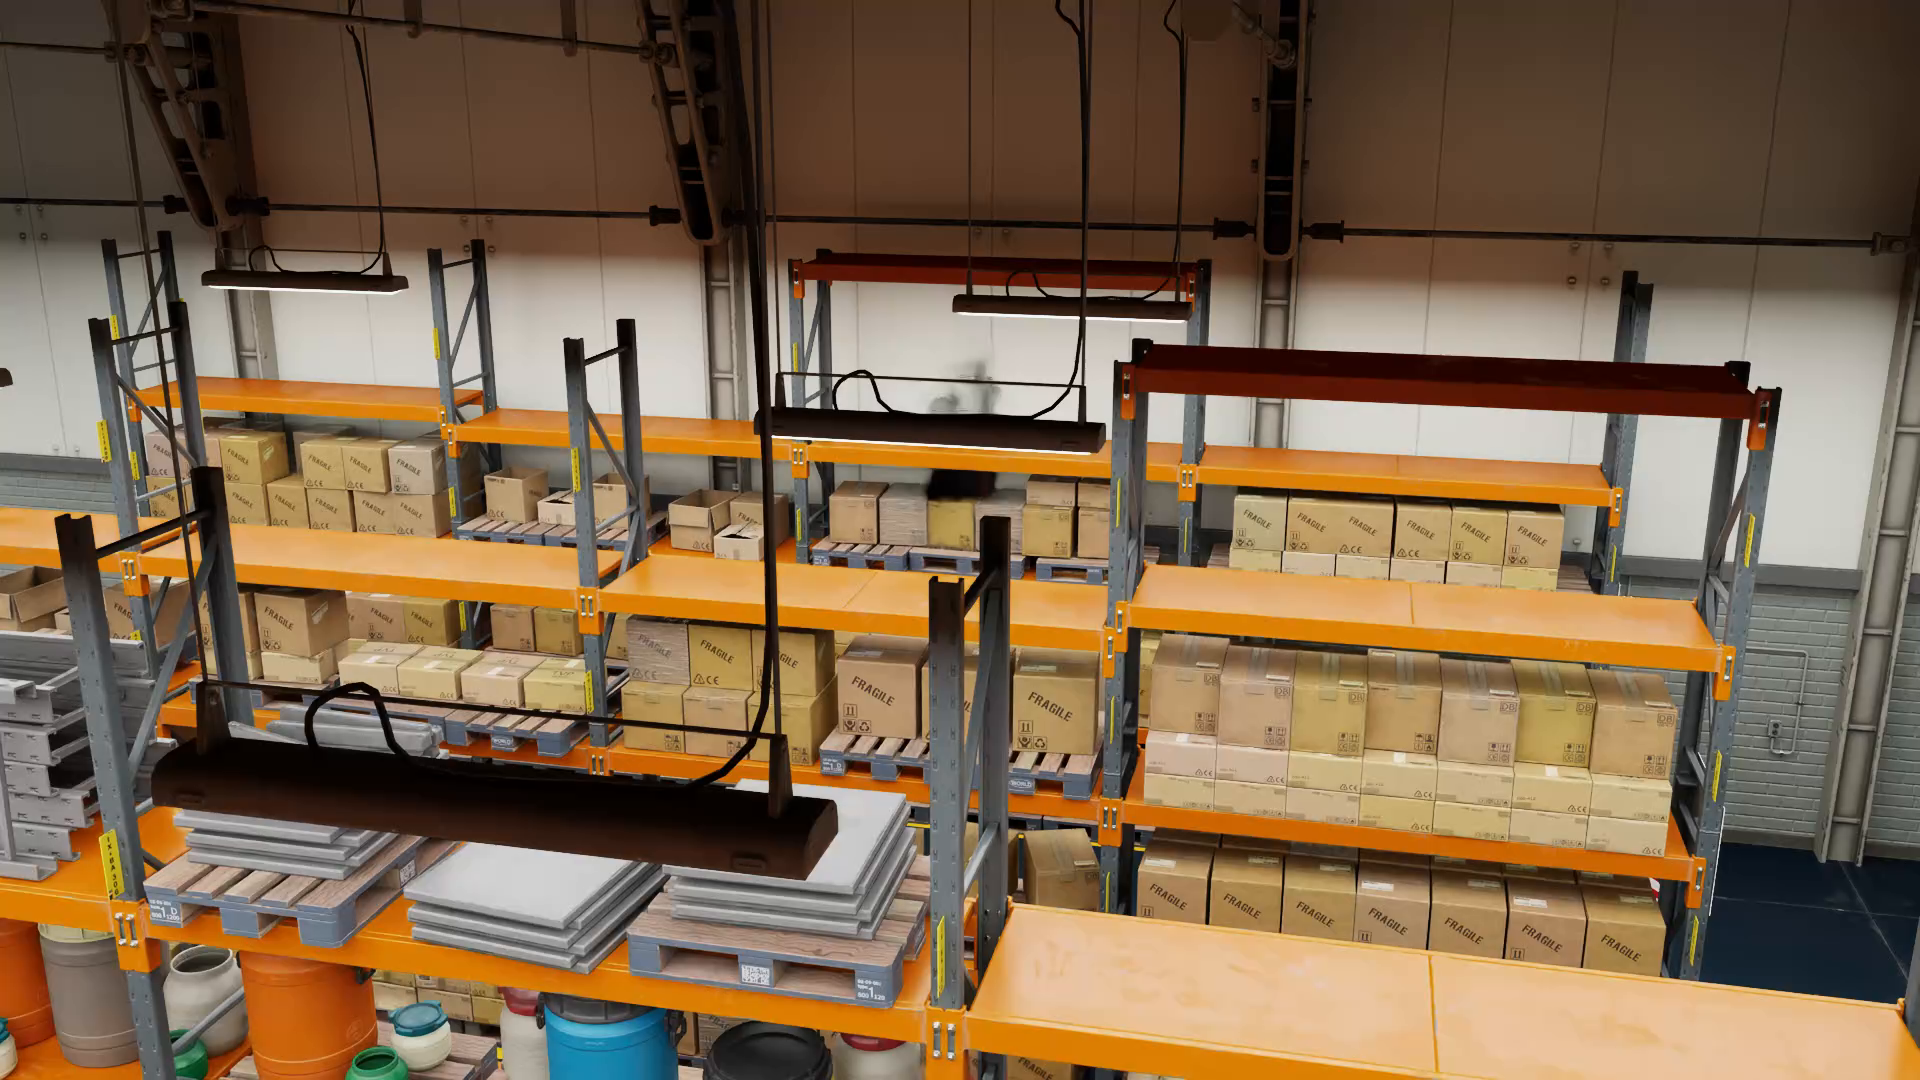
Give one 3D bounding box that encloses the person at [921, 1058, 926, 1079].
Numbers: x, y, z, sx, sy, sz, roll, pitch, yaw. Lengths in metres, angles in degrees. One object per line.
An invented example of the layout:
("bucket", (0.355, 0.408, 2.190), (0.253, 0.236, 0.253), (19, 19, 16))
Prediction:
("person", (-0.178, 4.167, 11.125), (0.623, 1.713, 0.667), (1, 16, 5))
